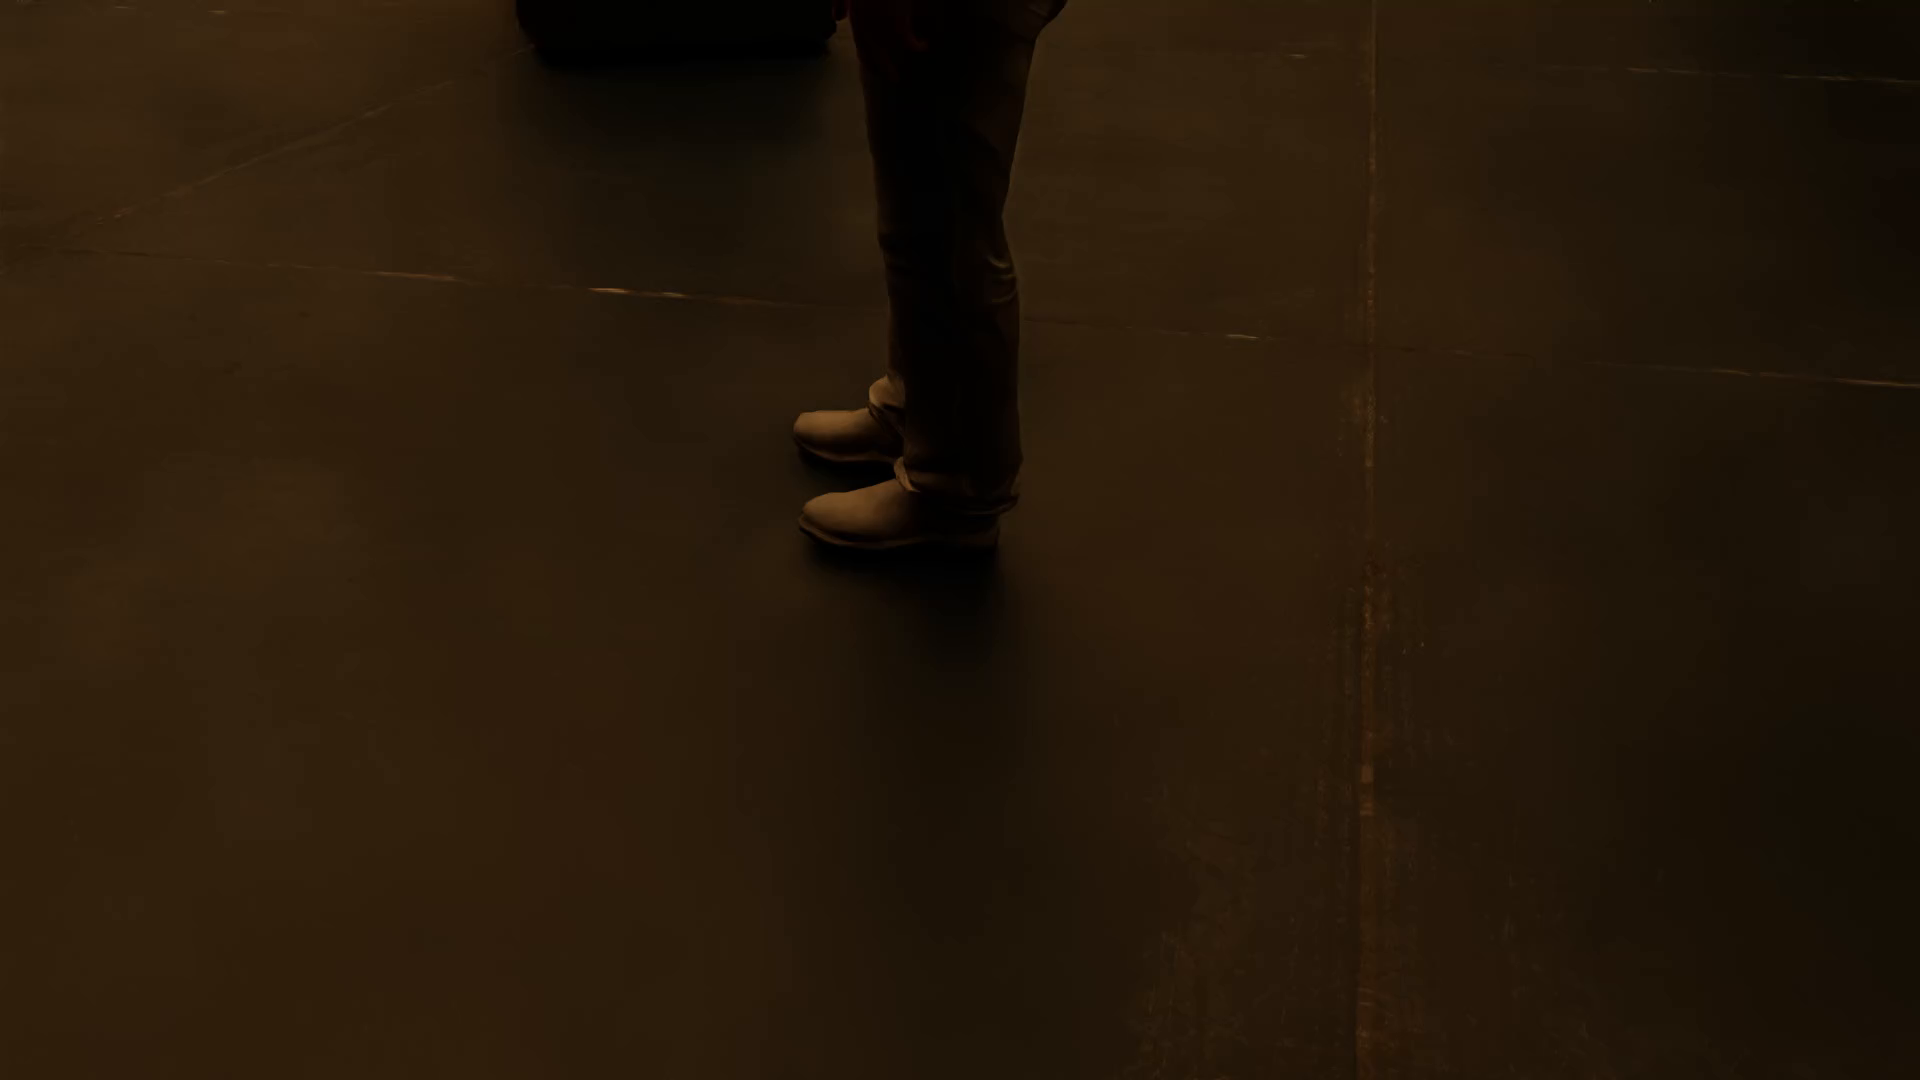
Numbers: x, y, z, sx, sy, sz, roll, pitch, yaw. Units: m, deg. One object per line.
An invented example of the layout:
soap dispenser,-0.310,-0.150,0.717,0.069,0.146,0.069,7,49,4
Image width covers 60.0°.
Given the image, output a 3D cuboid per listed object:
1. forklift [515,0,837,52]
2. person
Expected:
forklift,-1.329,-3.624,6.430,1.130,2.935,3.031,-7,28,-14
person,-0.059,-0.808,2.117,0.567,1.773,0.632,6,27,11
